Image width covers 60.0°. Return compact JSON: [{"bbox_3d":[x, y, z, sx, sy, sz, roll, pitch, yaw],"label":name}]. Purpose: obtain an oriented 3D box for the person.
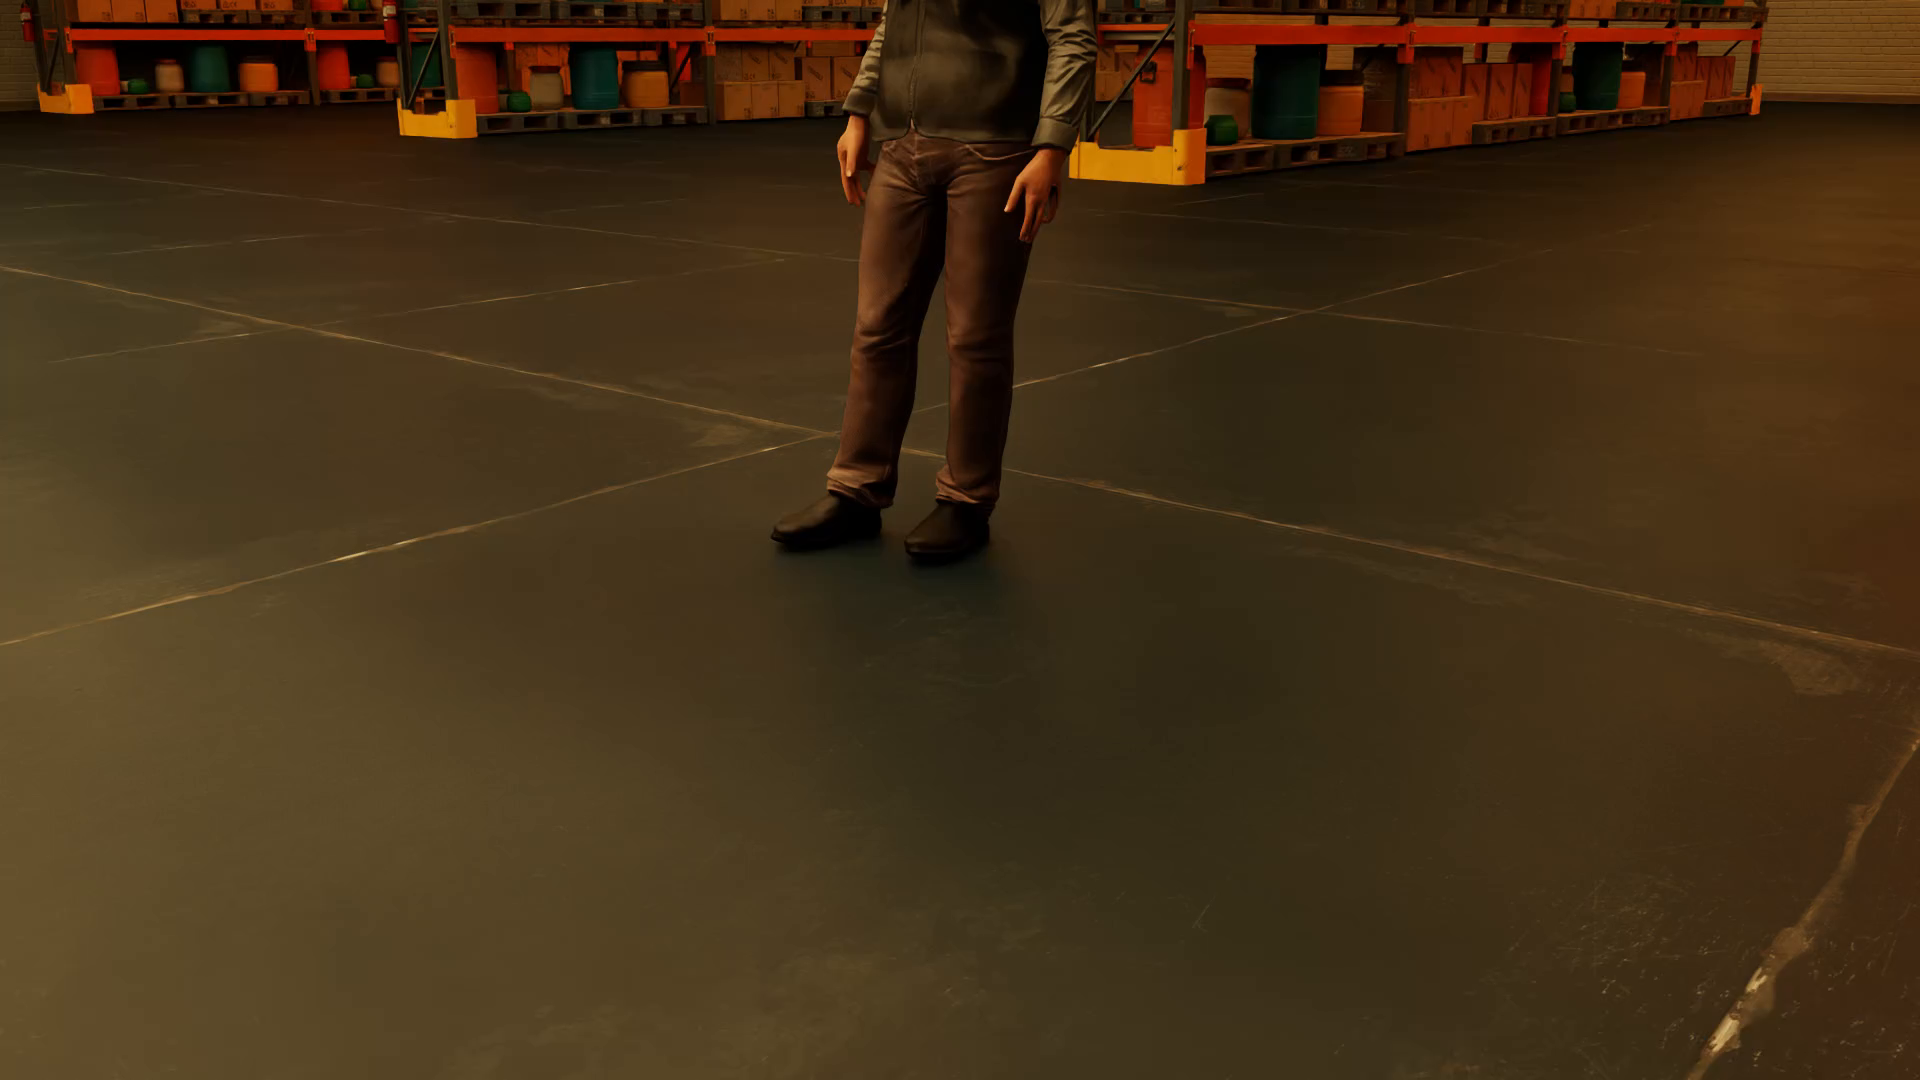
[{"bbox_3d":[-0.051,-0.778,3.654,0.632,1.641,0.552,13,21,37],"label":"person"}]
